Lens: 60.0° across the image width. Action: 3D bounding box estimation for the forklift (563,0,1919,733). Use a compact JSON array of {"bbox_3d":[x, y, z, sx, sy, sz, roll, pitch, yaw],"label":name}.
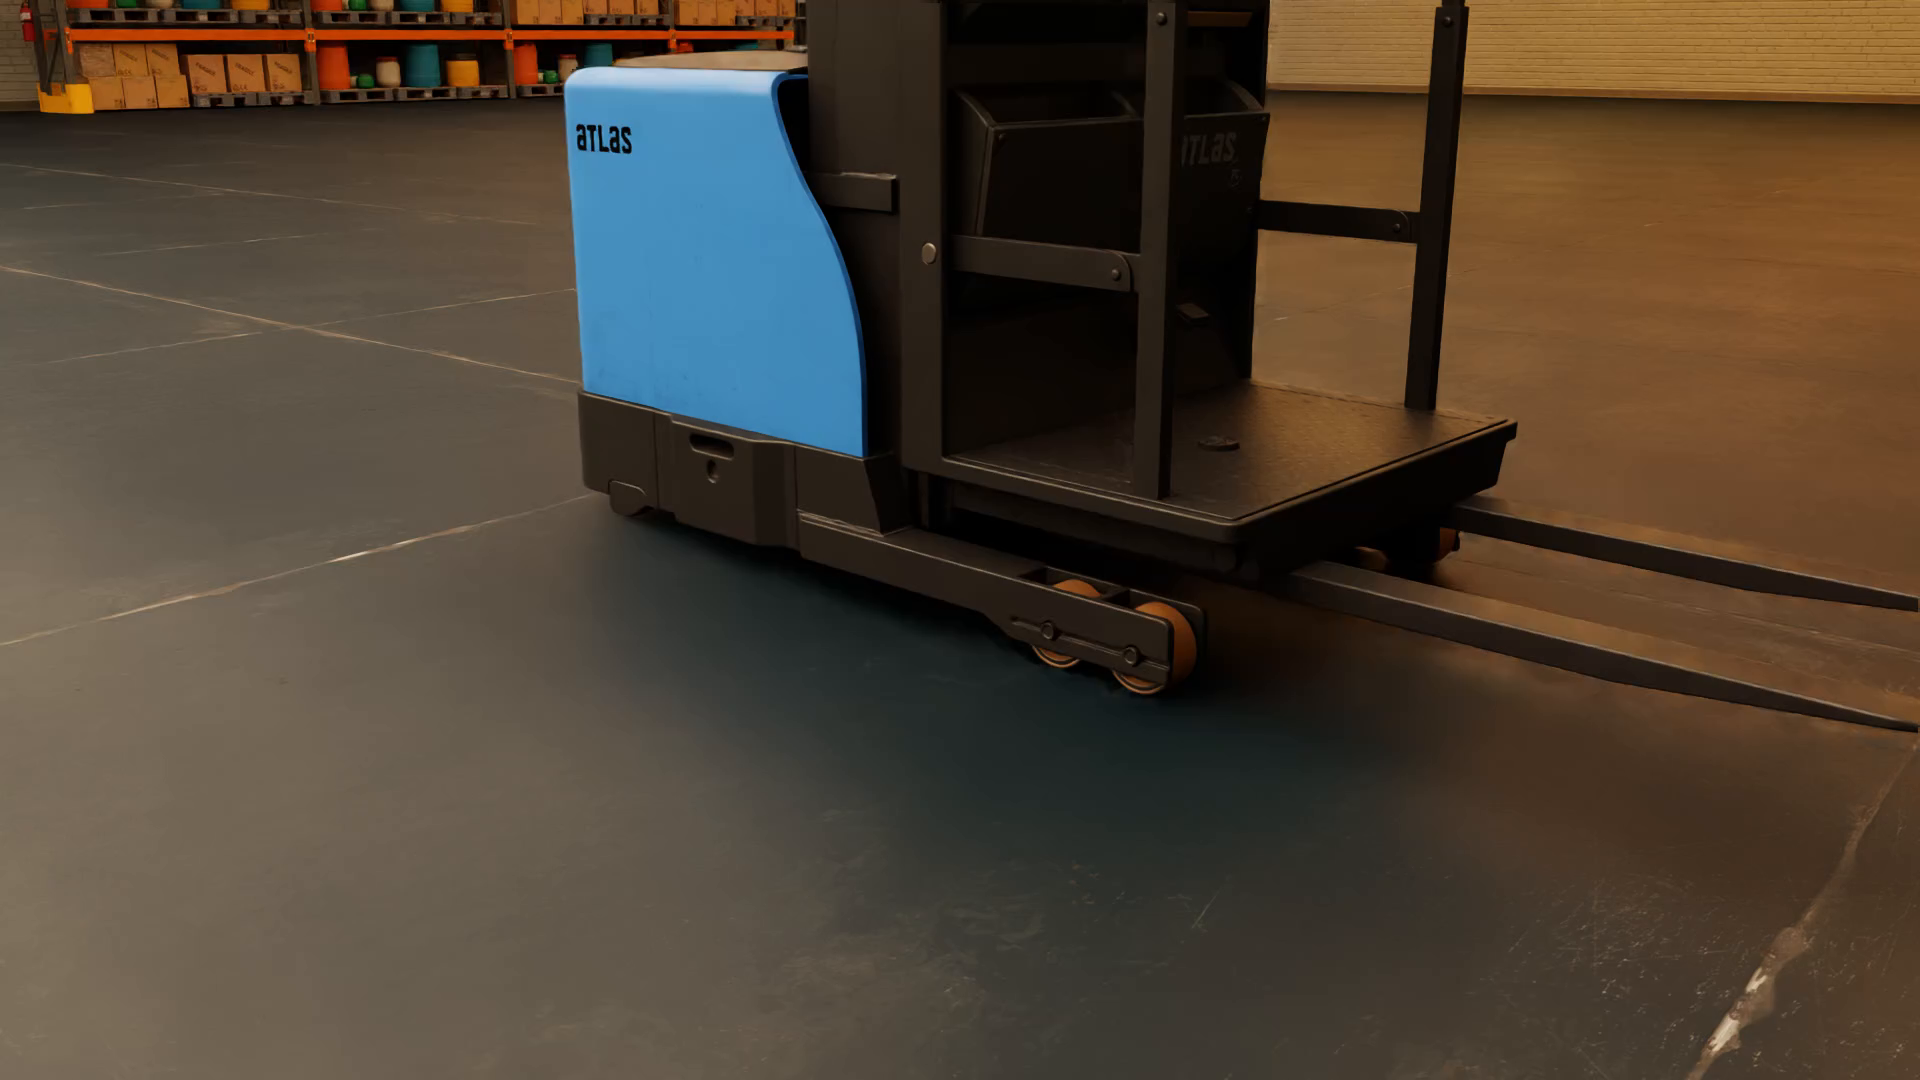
[{"bbox_3d":[0.479,-1.293,3.155,3.031,2.935,1.130,15,22,40],"label":"forklift"}]
